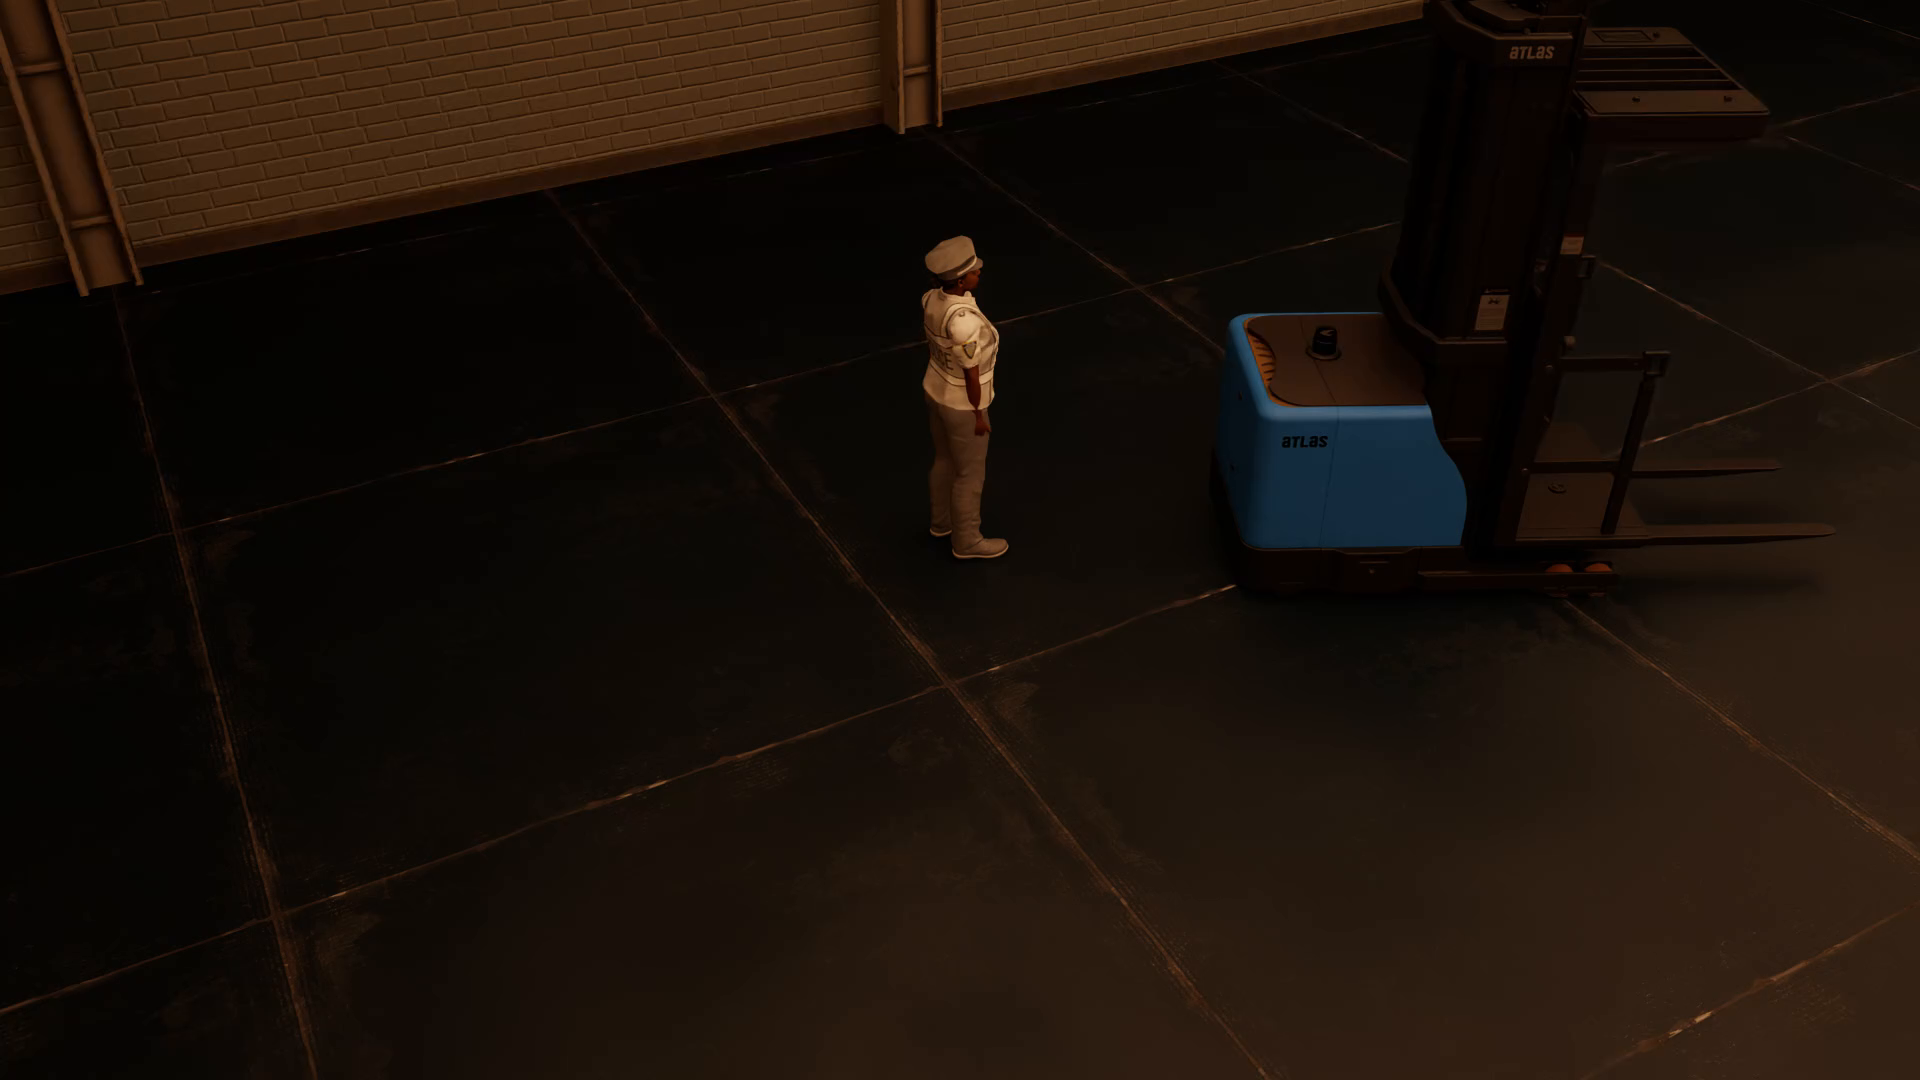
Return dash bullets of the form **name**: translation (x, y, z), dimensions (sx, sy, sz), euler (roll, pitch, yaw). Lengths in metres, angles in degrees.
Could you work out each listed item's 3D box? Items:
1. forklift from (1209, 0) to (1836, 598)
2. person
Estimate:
- **forklift**: translation (2.869, -1.218, 7.846), dimensions (3.031, 2.935, 1.130), euler (-1, 35, -1)
- **person**: translation (0.011, -0.689, 8.176), dimensions (0.348, 1.694, 0.451), euler (-17, 39, -23)
